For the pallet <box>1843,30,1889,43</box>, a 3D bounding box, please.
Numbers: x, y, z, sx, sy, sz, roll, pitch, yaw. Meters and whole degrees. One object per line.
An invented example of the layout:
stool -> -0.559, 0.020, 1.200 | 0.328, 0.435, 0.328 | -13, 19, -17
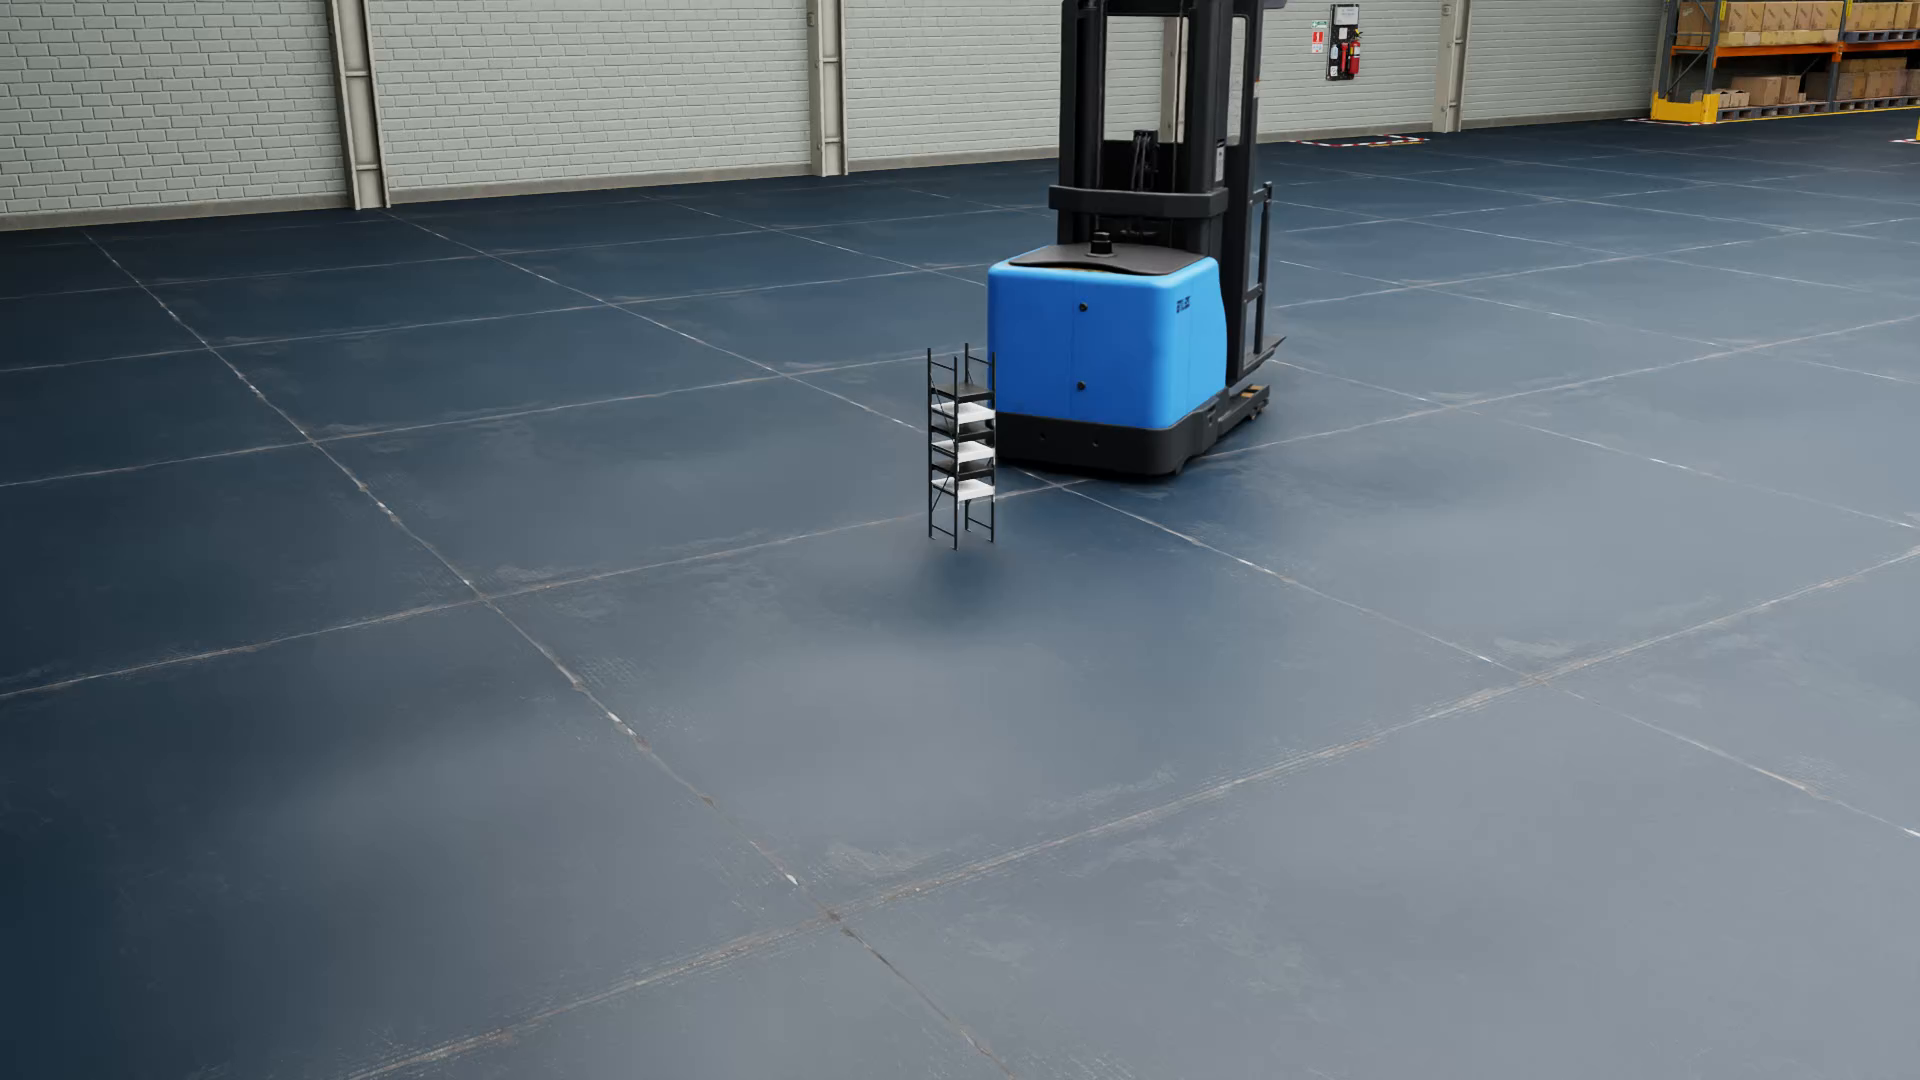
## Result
pallet -> 17.250, -9.809, 32.374 | 1.213, 0.211, 1.003 | -12, 22, -31

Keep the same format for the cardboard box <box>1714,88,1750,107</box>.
cardboard box -> 14.294, -8.232, 30.922 | 0.500, 0.311, 0.500 | -10, 21, -27

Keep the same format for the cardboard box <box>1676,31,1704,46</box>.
cardboard box -> 13.475, -9.172, 30.394 | 0.500, 0.250, 0.500 | -12, 22, -31

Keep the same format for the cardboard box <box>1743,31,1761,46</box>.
cardboard box -> 14.199, -9.134, 30.282 | 0.500, 0.250, 0.500 | -13, 22, -33

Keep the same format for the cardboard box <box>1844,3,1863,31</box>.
cardboard box -> 16.975, -10.140, 32.212 | 0.500, 0.500, 0.700 | -12, 22, -31

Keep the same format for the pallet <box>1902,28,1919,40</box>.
pallet -> 19.336, -10.263, 33.719 | 1.003, 0.211, 1.213 | -12, 22, -31

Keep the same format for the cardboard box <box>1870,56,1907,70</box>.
cardboard box -> 18.789, -9.663, 33.690 | 0.500, 0.250, 0.500 | -11, 22, -30

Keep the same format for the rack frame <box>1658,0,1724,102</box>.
rack frame -> 13.191, -9.099, 29.976 | 0.127, 3.000, 1.000 | -12, 22, -31

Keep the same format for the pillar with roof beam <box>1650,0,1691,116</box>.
pillar with roof beam -> 15.667, -11.144, 26.658 | 0.400, 9.000, 9.100 | -12, 22, -31

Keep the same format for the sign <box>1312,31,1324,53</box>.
sign -> 5.685, -7.919, 26.429 | 0.234, 0.329, 0.001 | -12, 22, -31

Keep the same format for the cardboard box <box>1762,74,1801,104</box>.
cardboard box -> 15.687, -8.634, 31.817 | 0.500, 0.500, 0.500 | -14, 23, -35

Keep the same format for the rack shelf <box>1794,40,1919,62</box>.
rack shelf -> 18.202, -9.815, 33.217 | 4.000, 0.370, 1.077 | -12, 22, -31

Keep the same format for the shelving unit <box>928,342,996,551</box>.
shelving unit -> 0.007, -0.428, 7.605 | 0.210, 0.900, 0.258 | -12, 22, -31

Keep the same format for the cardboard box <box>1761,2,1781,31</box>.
cardboard box -> 14.608, -9.570, 30.401 | 0.500, 0.500, 0.500 | -13, 22, -33

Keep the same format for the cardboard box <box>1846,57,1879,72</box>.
cardboard box -> 17.935, -9.488, 33.173 | 0.500, 0.250, 0.500 | -13, 22, -33

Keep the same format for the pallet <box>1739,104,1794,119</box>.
pallet -> 14.970, -8.139, 31.489 | 1.213, 0.211, 1.003 | -12, 22, -31

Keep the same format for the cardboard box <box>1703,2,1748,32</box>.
cardboard box -> 13.755, -9.397, 29.888 | 0.500, 0.500, 0.500 | -12, 22, -31

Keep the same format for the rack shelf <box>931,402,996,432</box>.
rack shelf -> 0.007, -0.567, 7.558 | 0.200, 0.077, 0.258 | -12, 22, -31

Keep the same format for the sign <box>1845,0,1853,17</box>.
sign -> 16.836, -10.070, 31.496 | 0.005, 0.325, 0.100 | -12, 22, -31

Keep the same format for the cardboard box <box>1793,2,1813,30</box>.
cardboard box -> 15.466, -9.756, 30.951 | 0.500, 0.500, 0.500 | -13, 22, -33

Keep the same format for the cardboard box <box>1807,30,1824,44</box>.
cardboard box -> 15.882, -9.492, 31.341 | 0.500, 0.250, 0.500 | -12, 22, -31

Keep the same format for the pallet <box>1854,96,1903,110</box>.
pallet -> 18.201, -8.836, 33.553 | 1.213, 0.211, 1.003 | -12, 22, -31

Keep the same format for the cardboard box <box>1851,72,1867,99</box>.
cardboard box -> 17.541, -9.067, 33.095 | 0.500, 0.500, 0.700 | -12, 22, -32

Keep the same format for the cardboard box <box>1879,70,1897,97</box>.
cardboard box -> 18.406, -9.237, 33.600 | 0.500, 0.500, 0.700 | -12, 22, -32

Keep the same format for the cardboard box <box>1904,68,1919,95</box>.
cardboard box -> 19.300, -9.392, 34.057 | 0.500, 0.500, 0.700 | -12, 22, -31

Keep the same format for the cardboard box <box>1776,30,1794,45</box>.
cardboard box -> 15.051, -9.310, 30.804 | 0.500, 0.250, 0.500 | -12, 22, -31

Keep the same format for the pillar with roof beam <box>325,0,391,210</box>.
pillar with roof beam -> -4.377, -6.917, 14.154 | 0.400, 9.000, 9.100 | -12, 22, -31

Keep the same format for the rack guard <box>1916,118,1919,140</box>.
rack guard -> 15.898, -6.586, 26.446 | 0.348, 0.500, 1.175 | -12, 22, -31

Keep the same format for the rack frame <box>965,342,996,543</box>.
rack frame -> 0.092, -0.446, 7.658 | 0.006, 0.900, 0.240 | -12, 22, -31

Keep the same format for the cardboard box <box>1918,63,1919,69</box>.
cardboard box -> 20.558, -9.783, 34.700 | 0.750, 0.750, 0.750 | -12, 22, -32

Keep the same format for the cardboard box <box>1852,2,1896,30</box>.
cardboard box -> 17.979, -10.361, 32.865 | 0.500, 0.500, 0.700 | -9, 21, -24

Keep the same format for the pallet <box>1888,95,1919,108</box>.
pallet -> 19.219, -9.050, 34.185 | 1.213, 0.211, 1.003 | -12, 22, -31

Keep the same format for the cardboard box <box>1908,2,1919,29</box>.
cardboard box -> 19.033, -10.573, 33.492 | 0.500, 0.500, 0.700 | -14, 23, -36

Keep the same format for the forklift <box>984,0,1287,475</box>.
forklift -> 1.216, -2.151, 9.530 | 1.130, 2.935, 3.031 | 9, 21, 24

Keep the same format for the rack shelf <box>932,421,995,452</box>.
rack shelf -> 0.007, -0.481, 7.587 | 0.200, 0.077, 0.258 | -12, 22, -31

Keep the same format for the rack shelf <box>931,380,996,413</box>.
rack shelf -> 0.007, -0.652, 7.529 | 0.200, 0.077, 0.258 | -12, 22, -31

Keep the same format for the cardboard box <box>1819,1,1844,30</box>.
cardboard box -> 16.307, -9.931, 31.470 | 0.500, 0.500, 0.500 | -12, 22, -32

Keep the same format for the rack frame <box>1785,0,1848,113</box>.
rack frame -> 16.531, -9.804, 32.060 | 0.127, 3.000, 1.000 | -12, 22, -31

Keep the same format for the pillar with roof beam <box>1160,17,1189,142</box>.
pillar with roof beam -> 5.645, -9.031, 20.406 | 0.400, 9.000, 9.100 | -12, 22, -31

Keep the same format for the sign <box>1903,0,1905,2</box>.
sign -> 19.564, -11.205, 34.396 | 0.005, 0.325, 0.100 | -12, 22, -31
